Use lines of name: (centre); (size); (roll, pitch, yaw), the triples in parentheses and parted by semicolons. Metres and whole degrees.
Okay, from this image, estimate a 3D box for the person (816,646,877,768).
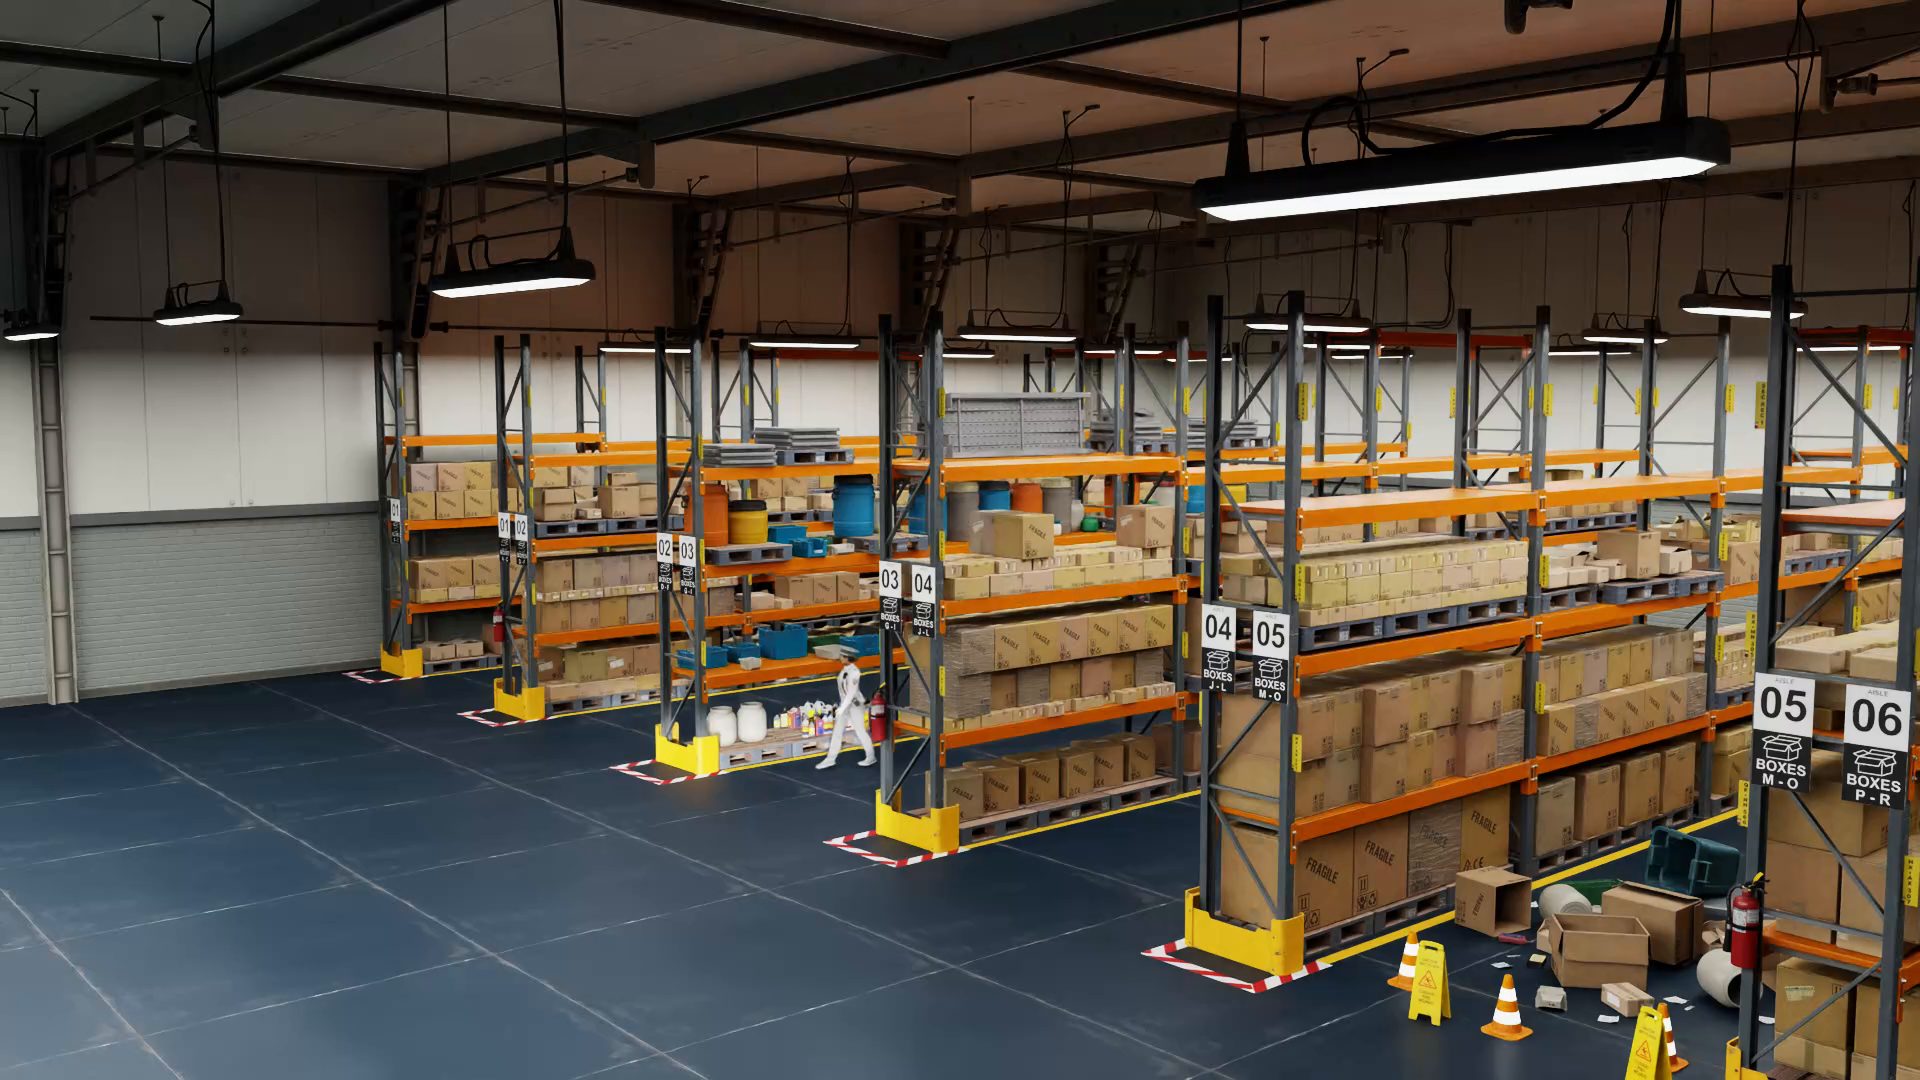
person: (-1.555, 2.269, 22.616); (0.871, 1.642, 0.512); (-2, 6, -25)
